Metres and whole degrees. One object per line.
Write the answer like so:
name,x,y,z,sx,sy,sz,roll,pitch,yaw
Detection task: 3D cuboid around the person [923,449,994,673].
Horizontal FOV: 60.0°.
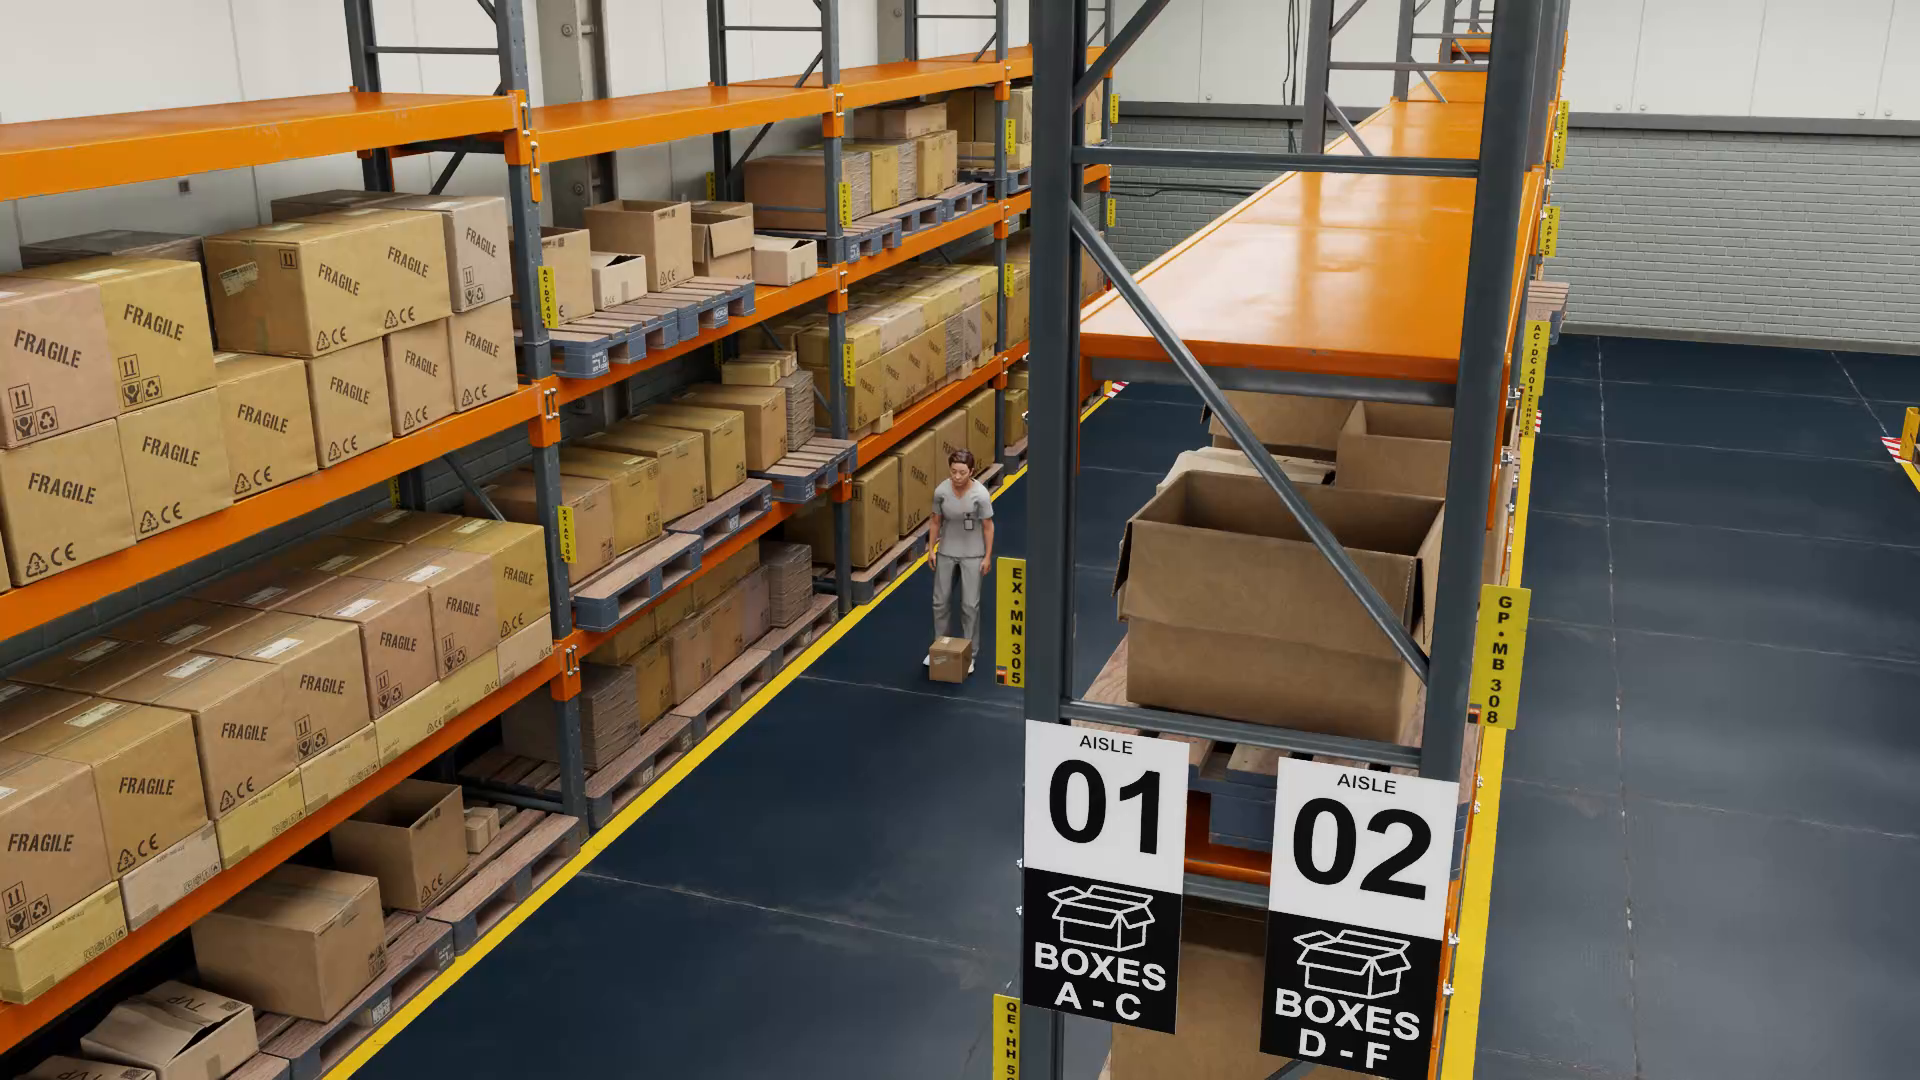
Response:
person,-0.008,0.135,12.168,0.495,1.672,0.415,5,19,15
